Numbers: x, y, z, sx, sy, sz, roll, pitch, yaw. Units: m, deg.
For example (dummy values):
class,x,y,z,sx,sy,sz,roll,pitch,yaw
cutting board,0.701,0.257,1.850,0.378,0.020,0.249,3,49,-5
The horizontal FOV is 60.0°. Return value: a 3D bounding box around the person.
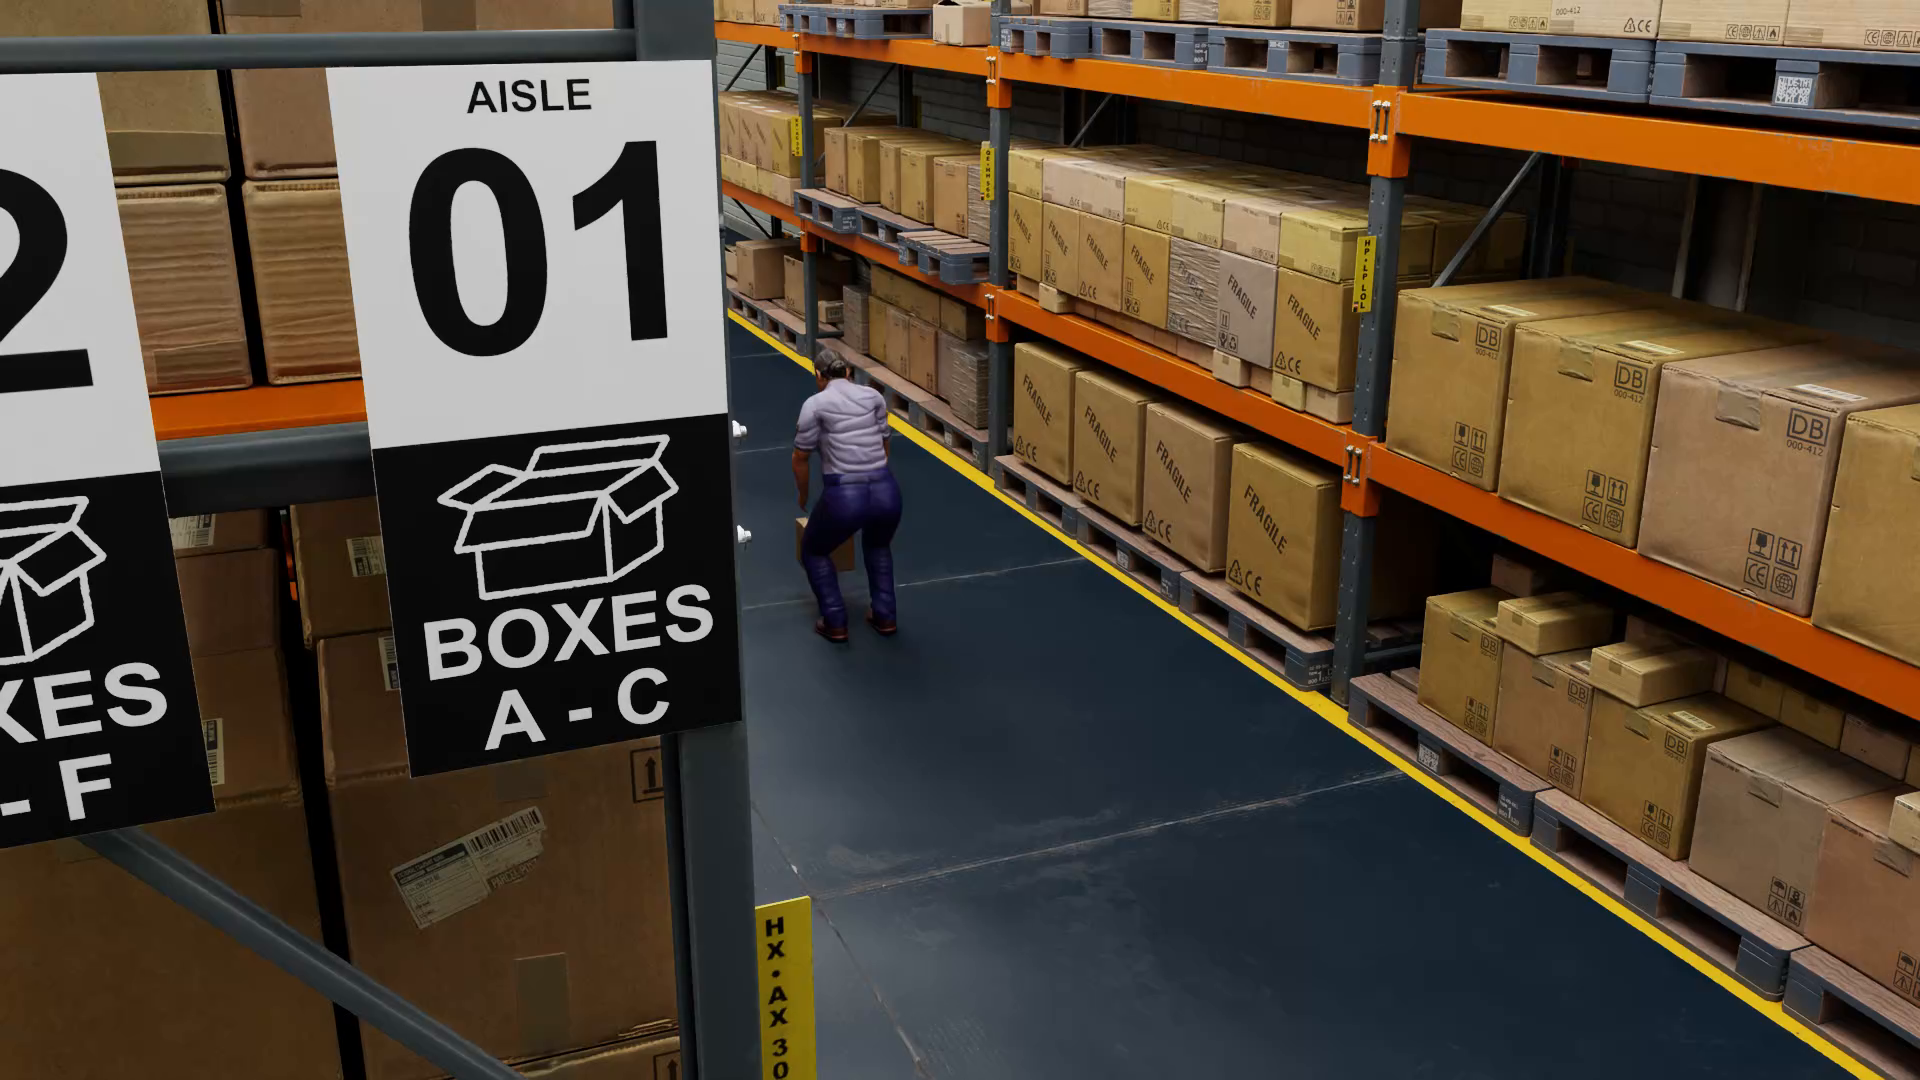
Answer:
class,x,y,z,sx,sy,sz,roll,pitch,yaw
person,-0.581,-0.214,8.507,0.528,1.469,0.573,-8,20,-21
